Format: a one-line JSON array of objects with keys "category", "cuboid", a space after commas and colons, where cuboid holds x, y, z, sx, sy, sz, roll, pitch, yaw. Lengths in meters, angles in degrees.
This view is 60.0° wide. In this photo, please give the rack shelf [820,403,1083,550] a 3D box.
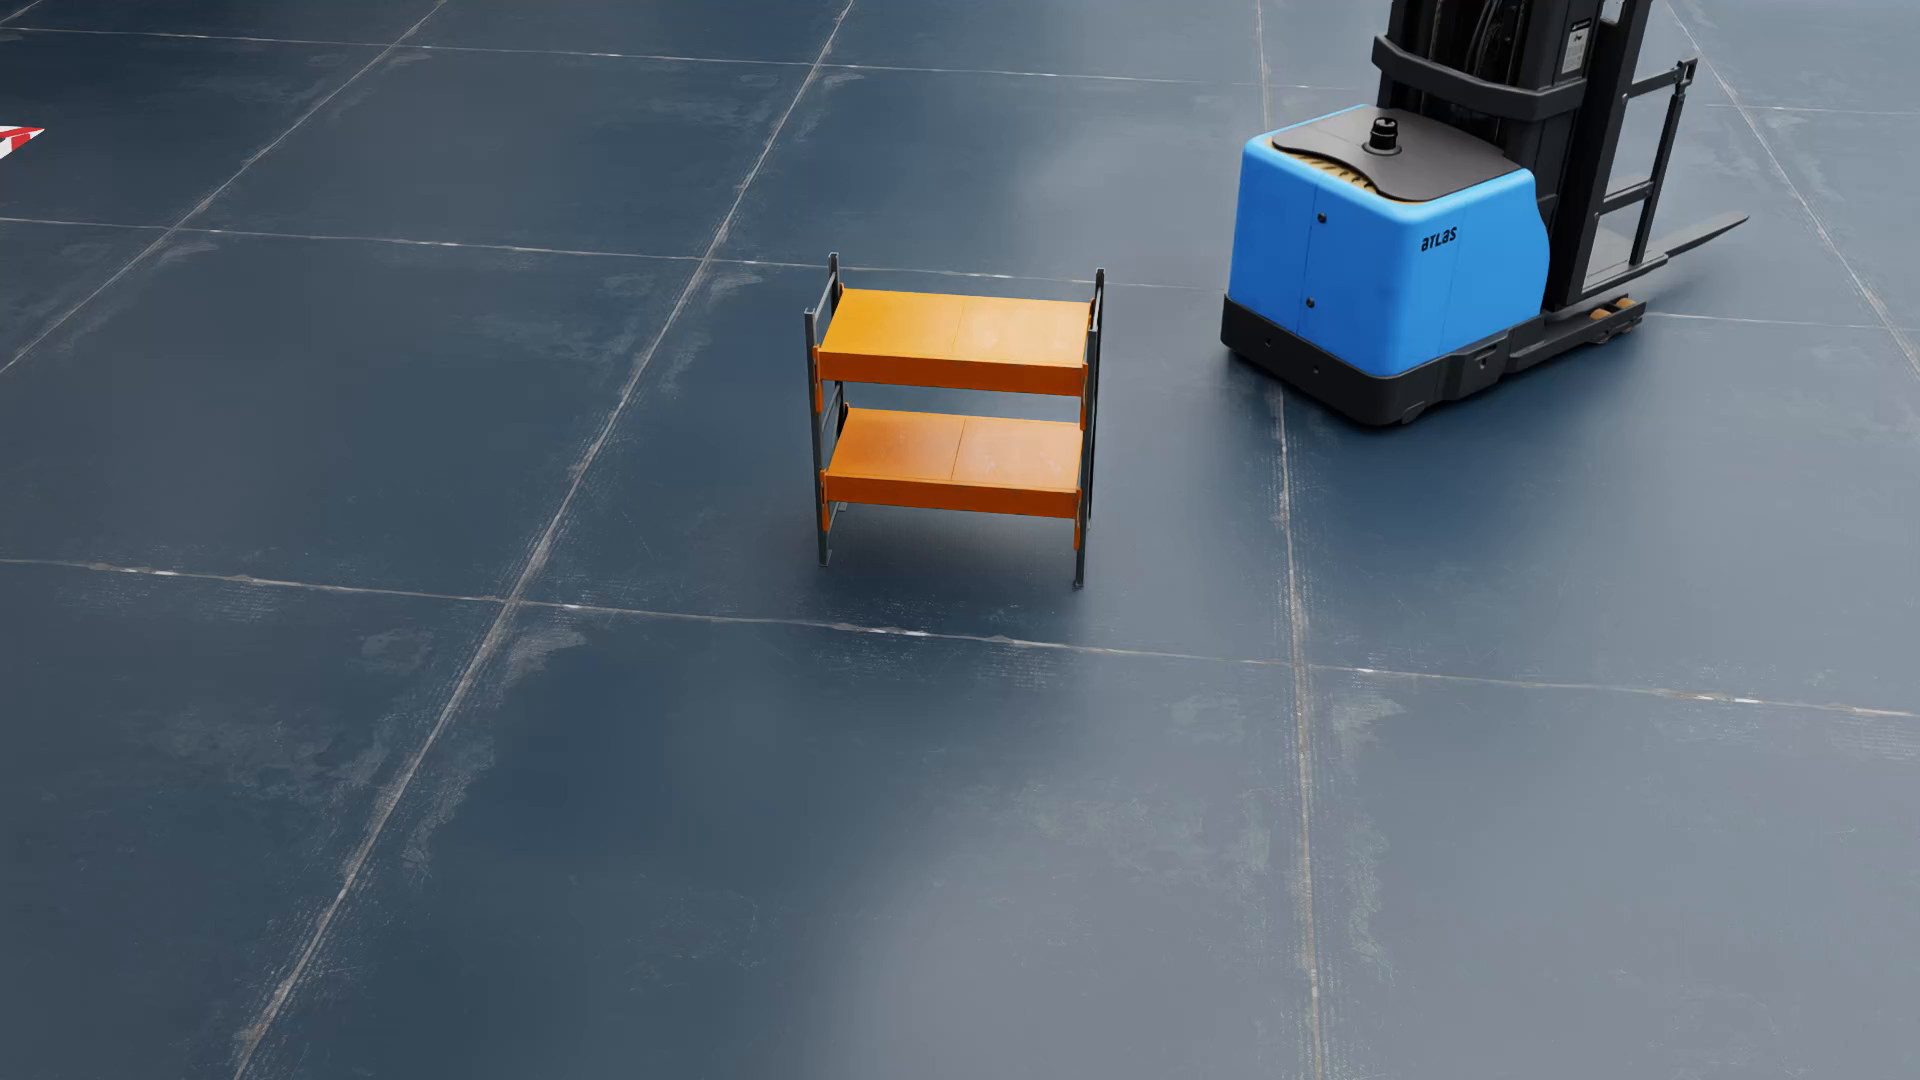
[{"category": "rack shelf", "cuboid": [-0.007, -0.259, 6.566, 1.000, 0.278, 0.538, 4, 36, 6]}]

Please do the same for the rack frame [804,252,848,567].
[{"category": "rack frame", "cuboid": [-0.511, -0.496, 6.477, 0.032, 1.125, 0.500, 4, 36, 6]}]

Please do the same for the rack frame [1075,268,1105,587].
[{"category": "rack frame", "cuboid": [0.497, -0.421, 6.371, 0.032, 1.125, 0.500, 4, 36, 6]}]

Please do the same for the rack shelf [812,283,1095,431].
[{"category": "rack shelf", "cuboid": [-0.007, -0.697, 6.254, 1.000, 0.278, 0.538, 4, 36, 6]}]

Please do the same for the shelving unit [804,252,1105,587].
[{"category": "shelving unit", "cuboid": [-0.007, -0.458, 6.424, 1.048, 1.125, 0.538, 4, 36, 6]}]

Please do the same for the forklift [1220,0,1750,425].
[{"category": "forklift", "cuboid": [2.743, -2.373, 7.552, 3.031, 2.935, 1.130, -23, 41, -28]}]
